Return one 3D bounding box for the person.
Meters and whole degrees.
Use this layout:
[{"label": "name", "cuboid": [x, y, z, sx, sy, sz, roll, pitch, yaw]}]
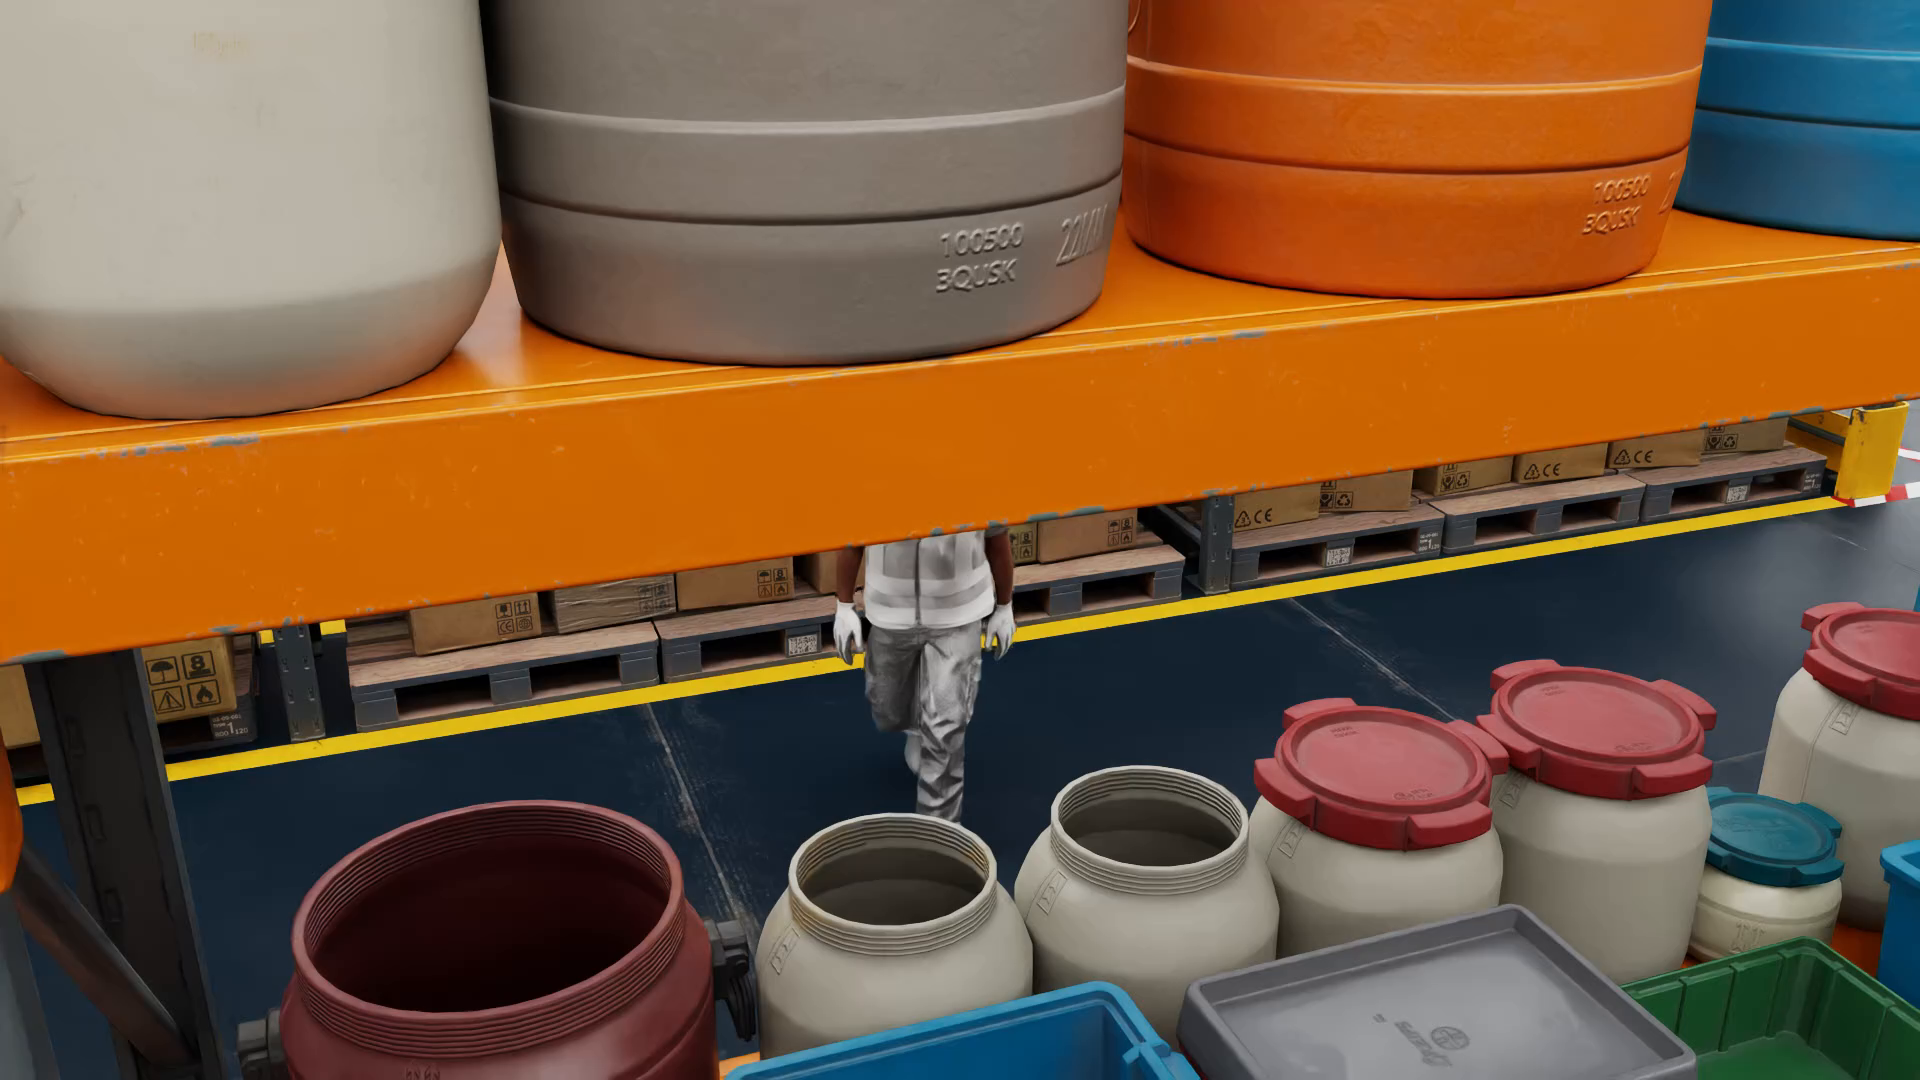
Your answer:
[{"label": "person", "cuboid": [-0.117, 0.220, 5.535, 0.591, 1.752, 0.958, 4, 23, 9]}]
